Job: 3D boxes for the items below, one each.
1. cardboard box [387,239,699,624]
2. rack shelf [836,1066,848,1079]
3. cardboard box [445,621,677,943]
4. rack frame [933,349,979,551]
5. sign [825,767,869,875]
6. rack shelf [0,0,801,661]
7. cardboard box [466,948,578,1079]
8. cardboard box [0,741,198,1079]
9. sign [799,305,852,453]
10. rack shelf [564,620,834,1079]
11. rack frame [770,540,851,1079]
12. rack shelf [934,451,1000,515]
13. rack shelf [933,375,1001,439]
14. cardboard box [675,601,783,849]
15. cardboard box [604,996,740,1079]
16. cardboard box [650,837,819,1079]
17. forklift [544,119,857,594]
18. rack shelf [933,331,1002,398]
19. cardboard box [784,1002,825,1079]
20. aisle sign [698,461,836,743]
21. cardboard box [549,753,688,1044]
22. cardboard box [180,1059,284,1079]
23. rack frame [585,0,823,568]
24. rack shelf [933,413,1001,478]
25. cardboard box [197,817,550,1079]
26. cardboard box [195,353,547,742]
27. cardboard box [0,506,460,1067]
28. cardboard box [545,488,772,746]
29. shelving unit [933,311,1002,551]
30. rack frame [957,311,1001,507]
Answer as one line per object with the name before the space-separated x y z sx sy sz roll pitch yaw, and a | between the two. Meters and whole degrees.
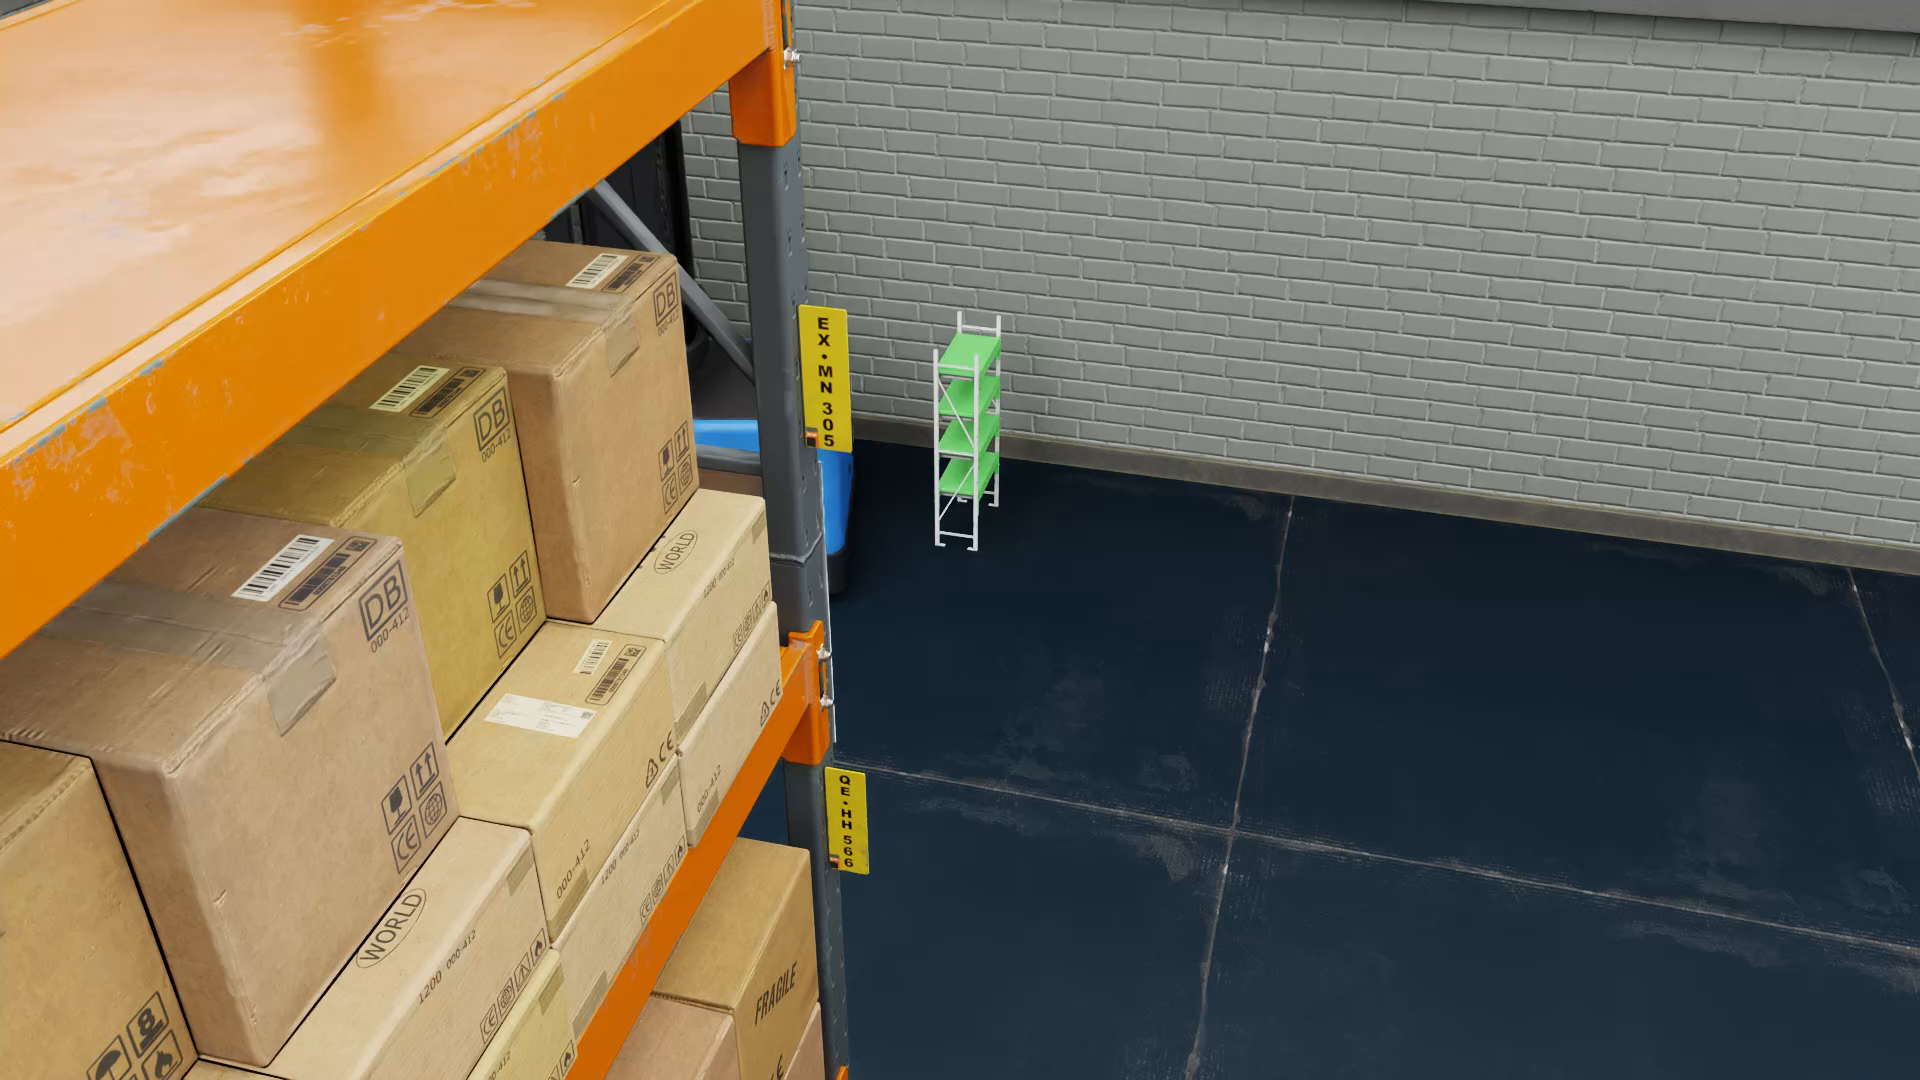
cardboard box | -0.922 -0.236 3.074 0.700 0.500 0.500 8 33 12
rack shelf | -1.315 2.567 3.157 1.077 0.370 4.000 8 33 12
cardboard box | -0.818 0.373 2.816 0.500 0.250 0.500 8 33 12
rack frame | -0.020 -0.466 8.934 0.240 1.200 0.015 8 33 12
sign | -0.276 0.689 4.066 0.100 0.325 0.005 8 33 12
rack shelf | -1.315 0.036 1.548 1.077 0.370 4.000 8 33 12
cardboard box | -0.934 0.844 2.539 0.500 0.250 0.500 8 33 12
cardboard box | -1.371 0.533 1.865 0.700 0.500 0.500 8 33 12
sign | -0.276 -0.328 3.419 0.100 0.325 0.005 8 33 12
rack shelf | -1.315 1.301 2.352 1.077 0.370 4.000 8 33 12
rack frame | -0.807 1.225 4.597 1.000 3.000 0.127 8 33 12
rack shelf | 0.042 -0.336 9.296 0.258 0.148 0.480 8 33 12
rack shelf | 0.042 -0.741 9.039 0.258 0.148 0.480 8 33 12
cardboard box | -0.683 0.325 3.356 0.500 0.250 0.500 8 33 12
cardboard box | -0.782 1.292 3.467 0.500 0.500 0.500 9 34 14
cardboard box | -0.654 1.030 3.879 0.500 0.500 0.500 8 33 12
forklift | -2.107 -1.174 8.435 3.031 2.935 1.130 0 32 0
rack shelf | 0.042 -0.943 8.910 0.258 0.148 0.480 8 33 12
cardboard box | -0.658 1.453 4.146 0.500 0.500 0.500 9 34 14
aisle sign | -0.494 0.134 3.889 0.394 0.787 0.004 8 33 12
cardboard box | -0.820 0.583 2.950 0.500 0.250 0.500 8 33 12
cardboard box | -1.069 0.892 1.999 0.500 0.250 0.500 8 33 12
rack frame | -0.807 -1.306 2.987 1.000 3.000 0.127 8 33 12
rack shelf | 0.042 -0.538 9.167 0.258 0.148 0.480 8 33 12
cardboard box | -0.948 0.631 2.408 0.500 0.250 0.500 8 33 12
cardboard box | -1.131 0.012 2.684 0.700 0.500 0.500 8 33 12
cardboard box | -1.154 0.286 2.253 0.700 0.500 0.500 8 33 12
cardboard box | -0.691 0.113 3.224 0.500 0.250 0.500 8 33 12
shelving unit | 0.042 -0.592 9.133 0.258 1.200 0.503 8 33 12
rack frame | 0.104 -0.719 9.332 0.240 1.200 0.015 8 33 12
